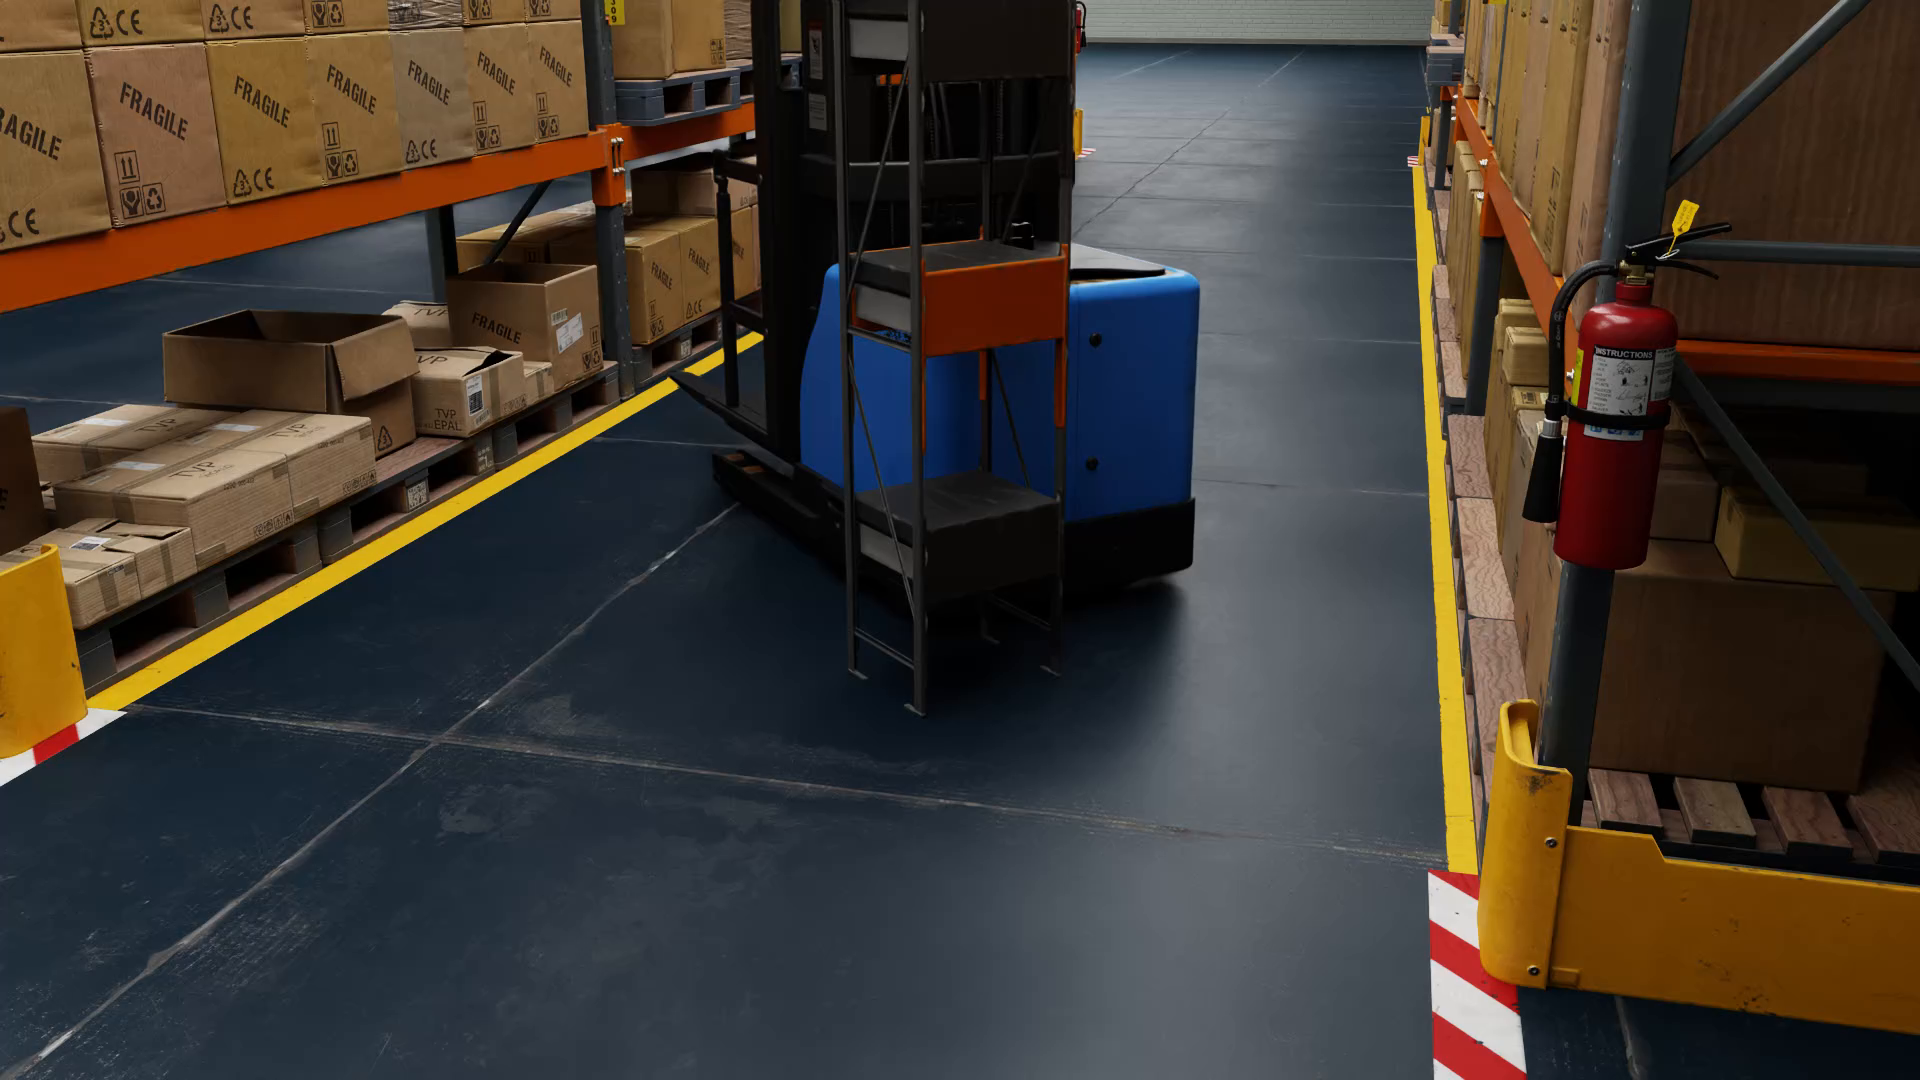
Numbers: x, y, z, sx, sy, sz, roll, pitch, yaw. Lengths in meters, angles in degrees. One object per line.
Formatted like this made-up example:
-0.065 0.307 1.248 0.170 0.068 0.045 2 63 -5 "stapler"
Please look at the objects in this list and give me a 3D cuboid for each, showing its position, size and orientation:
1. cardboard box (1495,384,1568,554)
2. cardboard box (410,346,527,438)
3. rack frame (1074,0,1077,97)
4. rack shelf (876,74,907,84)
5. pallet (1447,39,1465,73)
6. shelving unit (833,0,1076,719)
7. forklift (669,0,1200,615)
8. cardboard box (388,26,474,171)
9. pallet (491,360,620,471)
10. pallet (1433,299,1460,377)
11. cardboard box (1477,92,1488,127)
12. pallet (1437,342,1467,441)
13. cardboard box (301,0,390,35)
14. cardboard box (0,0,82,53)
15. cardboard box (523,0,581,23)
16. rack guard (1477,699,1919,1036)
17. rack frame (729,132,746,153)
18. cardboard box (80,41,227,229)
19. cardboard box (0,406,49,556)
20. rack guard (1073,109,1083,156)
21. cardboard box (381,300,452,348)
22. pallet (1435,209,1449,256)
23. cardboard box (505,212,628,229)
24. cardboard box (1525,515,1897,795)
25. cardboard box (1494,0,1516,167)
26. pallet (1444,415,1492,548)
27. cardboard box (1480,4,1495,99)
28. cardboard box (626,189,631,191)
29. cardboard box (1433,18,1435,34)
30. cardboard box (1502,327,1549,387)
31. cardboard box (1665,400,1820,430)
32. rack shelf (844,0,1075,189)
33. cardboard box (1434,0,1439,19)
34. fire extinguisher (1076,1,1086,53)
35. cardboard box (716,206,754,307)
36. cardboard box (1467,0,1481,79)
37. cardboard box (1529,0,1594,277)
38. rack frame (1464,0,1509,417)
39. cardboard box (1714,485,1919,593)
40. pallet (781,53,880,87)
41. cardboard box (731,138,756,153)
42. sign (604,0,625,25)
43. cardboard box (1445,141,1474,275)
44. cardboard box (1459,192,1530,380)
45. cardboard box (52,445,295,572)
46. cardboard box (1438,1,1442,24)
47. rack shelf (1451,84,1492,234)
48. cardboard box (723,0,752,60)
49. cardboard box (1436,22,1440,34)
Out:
2.152 -0.237 5.457 0.700 0.500 0.500 5 20 15 "cardboard box"
-2.164 -0.655 6.943 0.500 0.311 0.500 5 19 13 "cardboard box"
0.815 -5.916 18.868 1.000 3.000 0.127 5 19 13 "rack frame"
-0.651 -3.695 13.478 1.077 0.370 4.000 5 19 13 "rack shelf"
4.109 -3.552 12.242 1.003 0.211 1.213 5 19 13 "pallet"
-0.016 -0.587 4.657 0.503 2.100 0.431 -13 23 -32 "shelving unit"
-0.345 -1.579 6.277 1.130 2.935 3.031 -10 21 -27 "forklift"
-2.238 -1.702 6.377 0.500 0.500 0.500 5 20 15 "cardboard box"
-2.285 -0.620 7.677 1.003 0.211 1.213 5 19 13 "pallet"
3.099 -1.077 9.013 1.003 0.211 1.213 5 19 13 "pallet"
2.649 -2.030 7.848 0.380 0.149 0.250 5 19 13 "cardboard box"
2.803 -0.693 7.890 1.003 0.211 1.213 5 19 13 "pallet"
-2.359 -2.020 5.760 0.500 0.500 0.500 4 19 13 "cardboard box"
-2.730 -1.540 4.354 0.500 0.500 0.500 5 20 15 "cardboard box"
-1.989 -2.497 7.154 0.500 0.500 0.500 5 19 14 "cardboard box"
1.705 0.679 3.426 1.175 0.500 0.348 5 19 13 "rack guard"
-1.139 -3.409 11.527 1.000 3.000 0.127 5 19 13 "rack frame"
-2.609 -1.229 4.990 0.500 0.500 0.500 4 19 13 "cardboard box"
-3.200 -0.116 5.074 0.500 0.500 0.500 5 19 13 "cardboard box"
0.821 -4.741 19.294 1.175 0.500 0.348 5 19 13 "rack guard"
-2.429 -0.976 7.884 0.500 0.311 0.500 5 19 13 "cardboard box"
4.158 -2.325 12.668 1.003 0.211 1.213 5 19 13 "pallet"
-2.145 -1.512 9.160 0.500 0.500 0.500 5 19 14 "cardboard box"
1.785 0.246 4.045 0.700 0.500 0.500 5 19 13 "cardboard box"
2.539 -1.738 6.172 0.980 0.700 0.700 5 19 14 "cardboard box"
2.426 -0.213 6.485 1.003 0.211 1.213 5 19 13 "pallet"
2.671 -2.288 7.599 0.500 0.500 0.500 5 19 14 "cardboard box"
-1.778 -1.993 10.567 0.500 0.500 0.500 4 19 13 "cardboard box"
5.080 -5.173 16.893 0.500 0.250 0.500 4 19 12 "cardboard box"
2.018 -0.605 5.532 0.380 0.149 0.250 4 19 12 "cardboard box"
2.194 -0.323 4.708 0.380 0.149 0.250 5 19 14 "cardboard box"
-0.016 -1.236 4.435 0.480 0.518 0.431 -13 23 -32 "rack shelf"
4.949 -5.378 16.333 0.500 0.500 0.500 4 19 12 "cardboard box"
1.295 -5.880 18.881 0.296 0.674 0.183 5 19 13 "fire extinguisher"
-1.513 -1.637 9.525 0.500 0.500 0.500 5 19 14 "cardboard box"
3.039 -2.765 8.997 0.500 0.500 0.500 5 19 13 "cardboard box"
1.992 -1.043 4.136 0.980 0.700 0.700 5 19 13 "cardboard box"
2.688 -1.765 6.714 1.000 3.000 0.127 5 19 13 "rack frame"
1.948 -0.006 3.779 0.380 0.149 0.250 5 19 14 "cardboard box"
-1.237 -3.100 10.919 1.213 0.211 1.003 5 19 13 "pallet"
-1.150 -2.459 10.773 0.500 0.250 0.500 5 20 15 "cardboard box"
-1.589 -2.524 7.598 0.100 0.325 0.005 5 19 13 "sign"
3.358 -1.980 10.020 0.750 0.750 0.750 4 19 13 "cardboard box"
2.721 -1.160 7.620 0.750 0.750 0.750 5 19 14 "cardboard box"
-2.564 -0.113 5.451 0.500 0.250 0.500 5 19 13 "cardboard box"
4.574 -4.895 14.920 0.500 0.500 0.500 5 19 13 "cardboard box"
3.177 -2.051 8.666 1.077 0.370 4.000 5 19 13 "rack shelf"
-1.592 -3.177 10.043 0.700 0.500 0.500 9 21 24 "cardboard box"
4.702 -4.698 15.501 0.500 0.250 0.500 5 19 13 "cardboard box"
